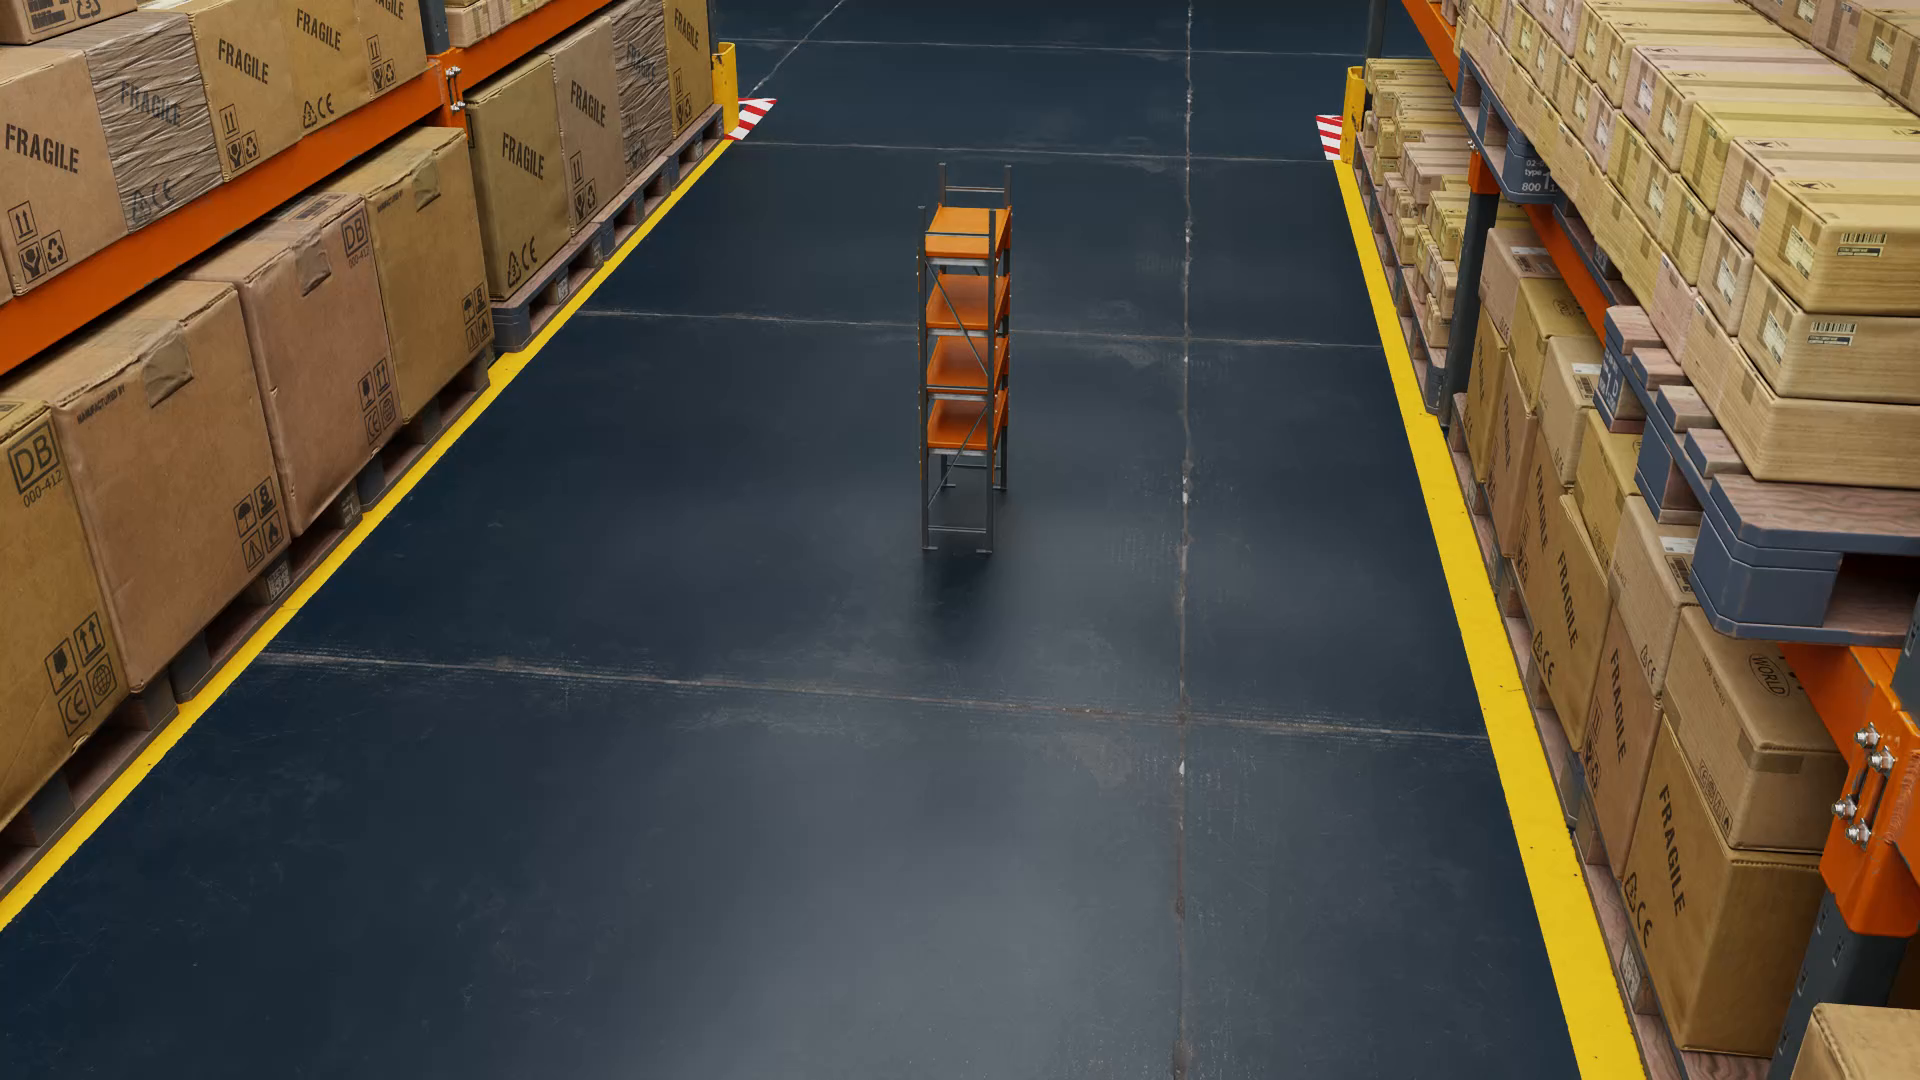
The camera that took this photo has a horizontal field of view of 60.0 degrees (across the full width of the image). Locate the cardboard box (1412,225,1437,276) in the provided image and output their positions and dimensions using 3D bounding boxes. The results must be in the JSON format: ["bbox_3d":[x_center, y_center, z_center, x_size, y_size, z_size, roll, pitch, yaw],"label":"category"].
[{"bbox_3d":[2.160,-1.240,7.139,0.380,0.149,0.250,2,28,4],"label":"cardboard box"}]

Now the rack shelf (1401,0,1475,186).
[{"bbox_3d":[2.645,-2.382,7.767,1.077,0.370,4.000,3,28,6],"label":"rack shelf"}]

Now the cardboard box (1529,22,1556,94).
[{"bbox_3d":[1.772,-1.311,4.529,0.380,0.149,0.250,4,29,8],"label":"cardboard box"}]

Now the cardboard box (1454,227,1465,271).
[{"bbox_3d":[2.186,-1.132,6.624,0.380,0.149,0.250,4,29,8],"label":"cardboard box"}]

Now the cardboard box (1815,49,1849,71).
[{"bbox_3d":[2.390,-1.143,4.218,0.380,0.149,0.250,3,29,6],"label":"cardboard box"}]

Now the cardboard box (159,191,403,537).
[{"bbox_3d":[-2.677,-0.620,5.535,1.225,0.875,0.875,2,28,4],"label":"cardboard box"}]

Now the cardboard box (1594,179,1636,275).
[{"bbox_3d":[1.643,-0.689,3.689,0.380,0.149,0.250,2,28,4],"label":"cardboard box"}]

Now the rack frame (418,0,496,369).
[{"bbox_3d":[-2.510,-2.093,6.473,1.000,3.000,0.127,3,28,6],"label":"rack frame"}]

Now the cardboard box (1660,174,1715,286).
[{"bbox_3d":[1.579,-0.588,3.188,0.380,0.149,0.250,4,29,7],"label":"cardboard box"}]

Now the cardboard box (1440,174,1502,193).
[{"bbox_3d":[2.310,-1.489,7.288,0.380,0.149,0.250,4,29,8],"label":"cardboard box"}]

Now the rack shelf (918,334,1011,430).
[{"bbox_3d":[0.020,-0.547,5.642,0.258,0.148,0.480,3,28,6],"label":"rack shelf"}]

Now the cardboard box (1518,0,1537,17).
[{"bbox_3d":[1.800,-1.565,4.688,0.380,0.149,0.250,3,28,6],"label":"cardboard box"}]

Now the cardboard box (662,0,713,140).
[{"bbox_3d":[-2.019,-2.920,9.804,0.875,0.875,0.875,3,28,6],"label":"cardboard box"}]

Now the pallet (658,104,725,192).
[{"bbox_3d":[-2.040,-2.367,9.922,1.003,0.211,1.213,3,28,6],"label":"pallet"}]

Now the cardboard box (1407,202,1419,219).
[{"bbox_3d":[2.336,-1.498,7.930,0.380,0.149,0.250,4,29,7],"label":"cardboard box"}]

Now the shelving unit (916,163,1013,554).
[{"bbox_3d":[0.020,-0.606,5.610,0.258,1.200,0.503,3,28,6],"label":"shelving unit"}]

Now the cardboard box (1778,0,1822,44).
[{"bbox_3d":[2.414,-1.406,4.392,0.380,0.149,0.250,2,28,5],"label":"cardboard box"}]

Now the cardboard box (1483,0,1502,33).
[{"bbox_3d":[1.866,-1.682,5.218,0.380,0.149,0.250,3,28,5],"label":"cardboard box"}]

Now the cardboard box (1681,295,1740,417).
[{"bbox_3d":[1.547,-0.324,3.012,0.380,0.149,0.250,3,28,6],"label":"cardboard box"}]

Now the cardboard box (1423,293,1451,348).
[{"bbox_3d":[2.110,-0.892,6.805,0.380,0.149,0.250,4,29,7],"label":"cardboard box"}]

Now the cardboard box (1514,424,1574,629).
[{"bbox_3d":[1.933,-0.013,4.804,0.500,0.500,0.500,4,29,7],"label":"cardboard box"}]

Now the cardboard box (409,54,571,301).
[{"bbox_3d":[-2.350,-1.649,7.445,0.875,0.875,0.875,3,28,6],"label":"cardboard box"}]

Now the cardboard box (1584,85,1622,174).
[{"bbox_3d":[1.675,-0.946,3.852,0.380,0.149,0.250,4,29,7],"label":"cardboard box"}]

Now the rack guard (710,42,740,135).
[{"bbox_3d":[-2.017,-2.887,10.581,1.175,0.500,0.348,3,28,6],"label":"rack guard"}]

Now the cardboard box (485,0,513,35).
[{"bbox_3d":[-2.111,-2.226,6.984,0.380,0.149,0.250,2,28,5],"label":"cardboard box"}]

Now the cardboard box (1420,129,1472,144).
[{"bbox_3d":[2.412,-1.861,7.977,0.380,0.149,0.250,3,29,6],"label":"cardboard box"}]

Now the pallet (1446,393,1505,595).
[{"bbox_3d":[2.306,-0.163,5.830,1.003,0.211,1.213,3,28,6],"label":"pallet"}]

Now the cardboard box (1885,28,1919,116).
[{"bbox_3d":[2.319,-1.036,3.705,0.380,0.149,0.250,4,29,8],"label":"cardboard box"}]

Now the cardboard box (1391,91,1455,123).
[{"bbox_3d":[2.468,-2.236,8.673,0.380,0.149,0.250,2,28,4],"label":"cardboard box"}]

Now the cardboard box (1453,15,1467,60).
[{"bbox_3d":[2.126,-1.922,6.421,0.380,0.149,0.250,3,28,5],"label":"cardboard box"}]

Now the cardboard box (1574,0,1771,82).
[{"bbox_3d":[1.709,-1.199,4.008,0.380,0.149,0.250,4,29,8],"label":"cardboard box"}]

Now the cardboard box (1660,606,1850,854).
[{"bbox_3d":[1.734,0.374,3.296,0.500,0.250,0.500,3,28,5],"label":"cardboard box"}]

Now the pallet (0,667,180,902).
[{"bbox_3d":[-2.829,0.651,4.320,1.003,0.211,1.213,3,28,6],"label":"pallet"}]

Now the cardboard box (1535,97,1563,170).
[{"bbox_3d":[1.741,-1.058,4.373,0.380,0.149,0.250,3,28,5],"label":"cardboard box"}]

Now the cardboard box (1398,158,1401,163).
[{"bbox_3d":[2.462,-1.978,8.509,0.380,0.149,0.250,2,28,4],"label":"cardboard box"}]

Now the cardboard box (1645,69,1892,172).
[{"bbox_3d":[1.609,-0.835,3.333,0.380,0.149,0.250,4,29,8],"label":"cardboard box"}]

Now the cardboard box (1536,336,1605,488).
[{"bbox_3d":[1.918,-0.349,4.637,0.500,0.250,0.500,4,29,8],"label":"cardboard box"}]

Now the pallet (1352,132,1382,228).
[{"bbox_3d":[2.746,-1.996,9.233,1.003,0.211,1.213,3,28,6],"label":"pallet"}]

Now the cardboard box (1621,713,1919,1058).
[{"bbox_3d":[1.731,0.716,3.451,0.500,0.500,0.500,3,28,6],"label":"cardboard box"}]

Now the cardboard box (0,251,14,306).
[{"bbox_3d":[-2.610,-0.710,3.800,0.500,0.500,0.500,3,28,5],"label":"cardboard box"}]

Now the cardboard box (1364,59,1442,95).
[{"bbox_3d":[2.489,-2.605,9.359,0.380,0.149,0.250,2,28,4],"label":"cardboard box"}]

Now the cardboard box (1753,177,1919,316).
[{"bbox_3d":[1.515,-0.468,2.651,0.380,0.149,0.250,2,28,4],"label":"cardboard box"}]

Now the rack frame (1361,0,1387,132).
[{"bbox_3d":[2.890,-3.640,9.344,1.000,3.000,0.127,3,28,6],"label":"rack frame"}]

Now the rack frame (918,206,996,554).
[{"bbox_3d":[-0.010,-0.491,5.397,0.240,1.200,0.015,3,28,6],"label":"rack frame"}]

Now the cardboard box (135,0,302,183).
[{"bbox_3d":[-2.421,-1.422,5.122,0.500,0.500,0.500,3,28,6],"label":"cardboard box"}]

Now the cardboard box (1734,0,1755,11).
[{"bbox_3d":[2.483,-1.523,4.923,0.380,0.149,0.250,5,29,8],"label":"cardboard box"}]

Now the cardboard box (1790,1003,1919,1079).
[{"bbox_3d":[1.746,1.212,2.266,1.050,0.750,0.750,3,28,6],"label":"cardboard box"}]

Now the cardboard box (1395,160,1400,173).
[{"bbox_3d":[2.457,-1.857,8.598,0.380,0.149,0.250,3,29,6],"label":"cardboard box"}]

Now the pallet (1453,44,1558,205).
[{"bbox_3d":[2.162,-1.322,5.243,1.003,0.211,1.213,3,28,6],"label":"pallet"}]

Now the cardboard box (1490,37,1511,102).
[{"bbox_3d":[1.833,-1.425,5.054,0.380,0.149,0.250,4,29,7],"label":"cardboard box"}]
